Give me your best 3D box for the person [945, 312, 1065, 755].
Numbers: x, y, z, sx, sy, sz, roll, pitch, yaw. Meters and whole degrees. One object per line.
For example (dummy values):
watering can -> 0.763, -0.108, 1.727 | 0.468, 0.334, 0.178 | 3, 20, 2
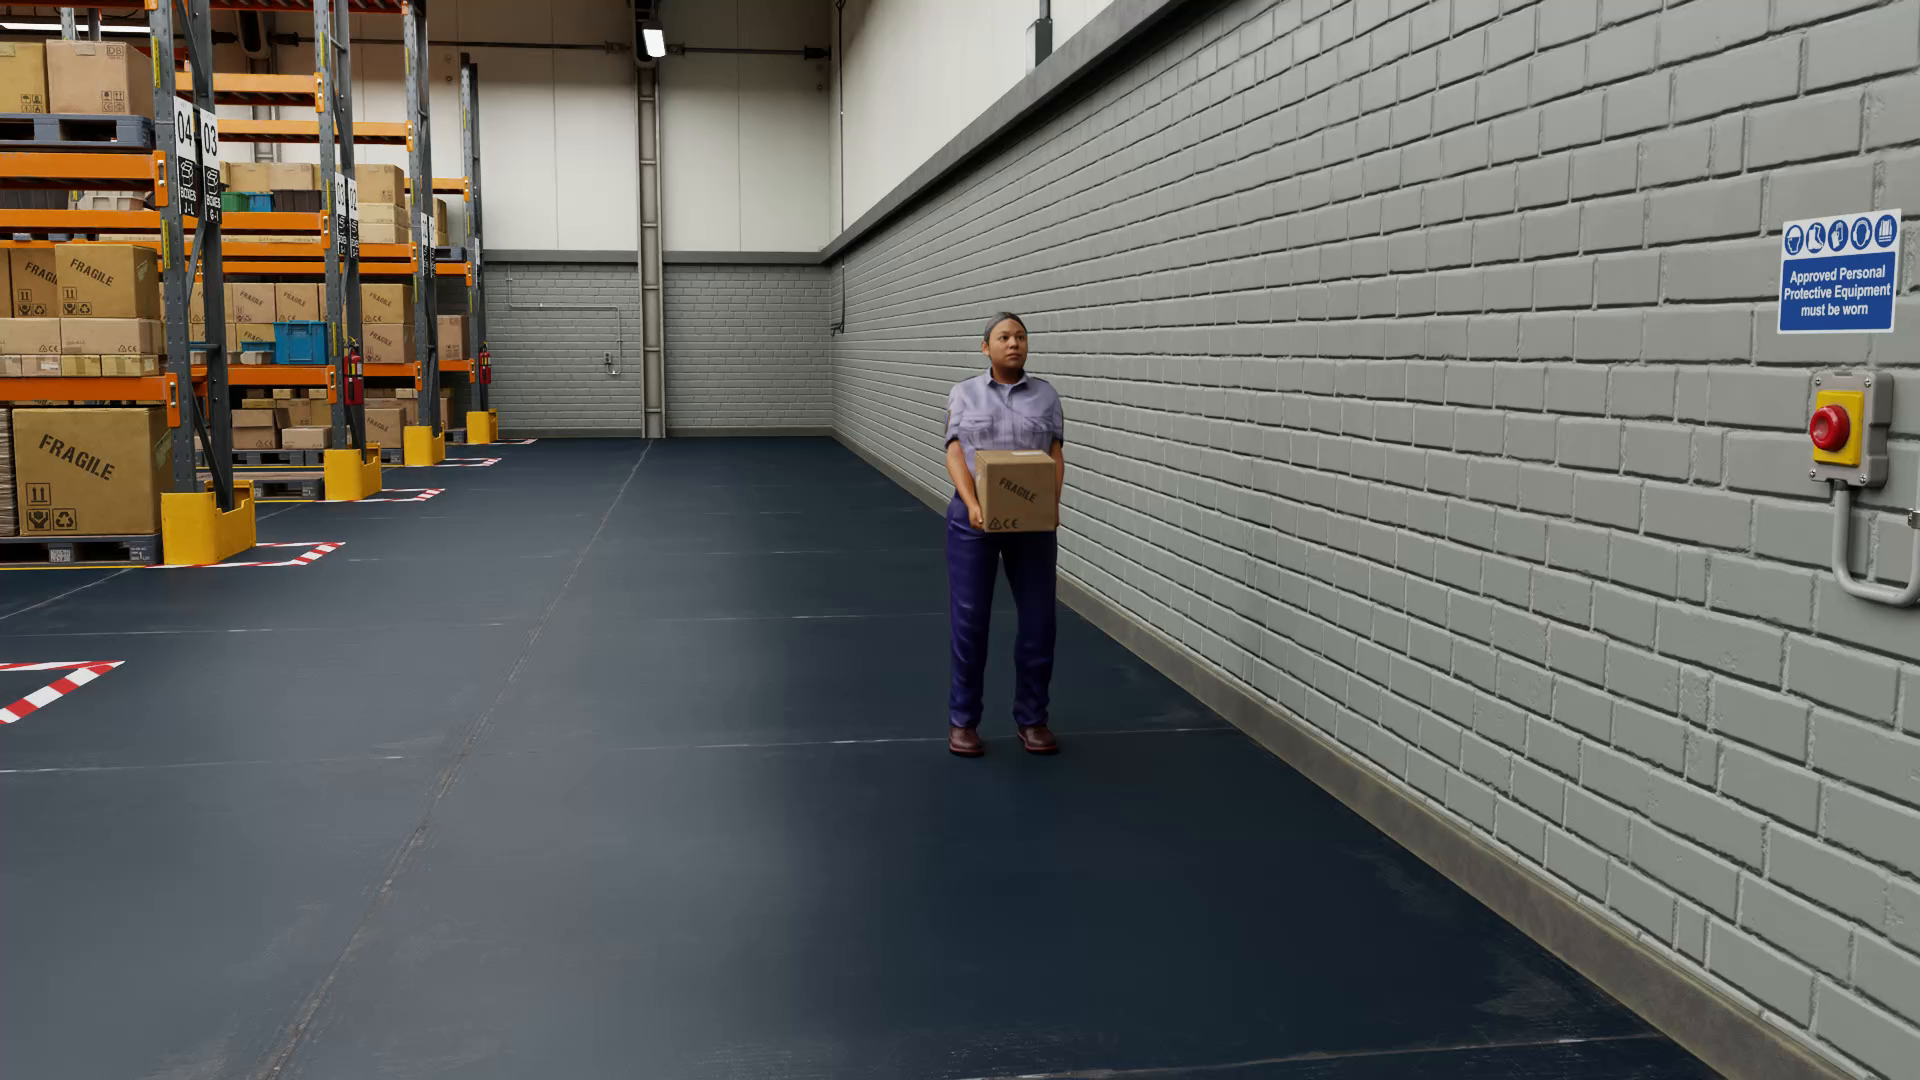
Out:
person -> 0.177, 0.020, 6.150 | 0.452, 1.549, 0.513 | -1, 7, -9
